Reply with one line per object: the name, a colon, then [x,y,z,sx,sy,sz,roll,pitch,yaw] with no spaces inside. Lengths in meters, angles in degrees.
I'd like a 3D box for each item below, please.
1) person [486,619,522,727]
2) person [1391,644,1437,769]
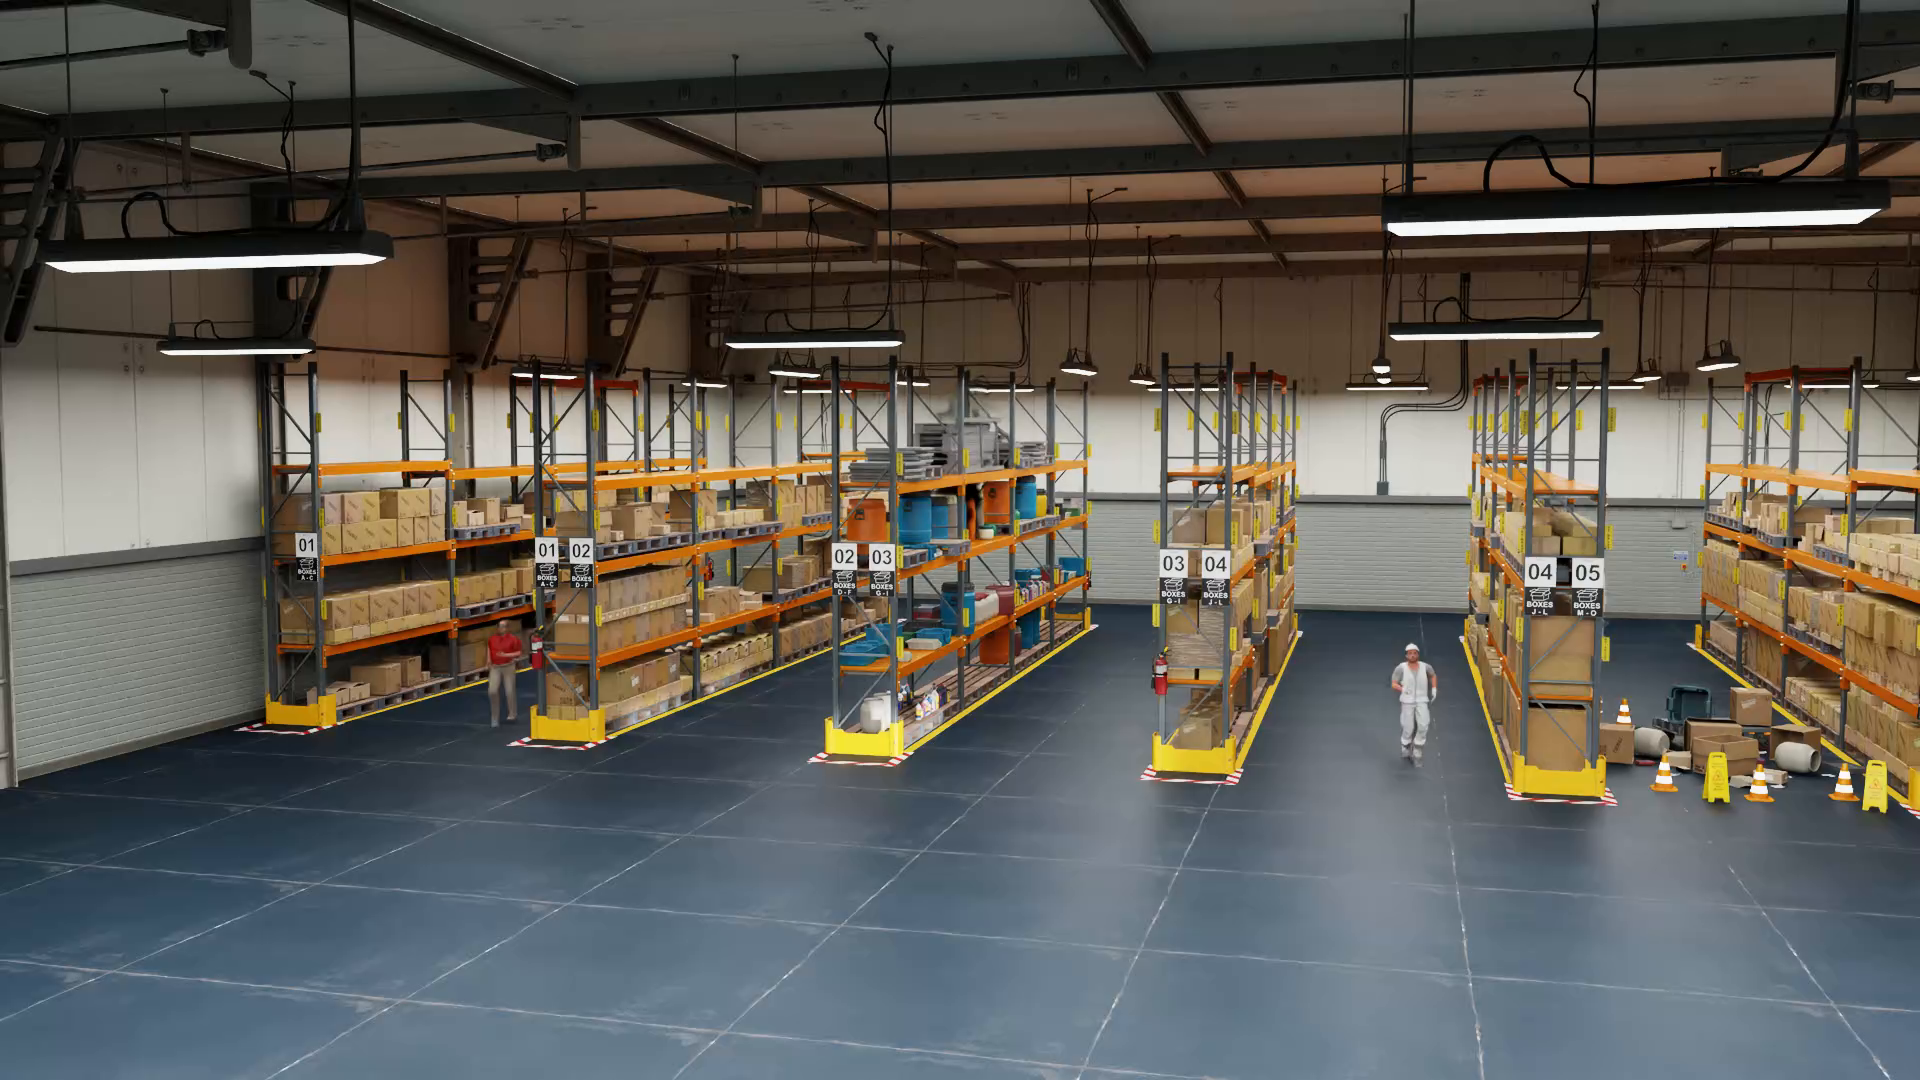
person: [-7.577,2.216,27.573,0.629,1.796,0.768,0,4,-1]
person: [6.646,2.420,24.316,0.670,1.812,0.755,1,4,9]
